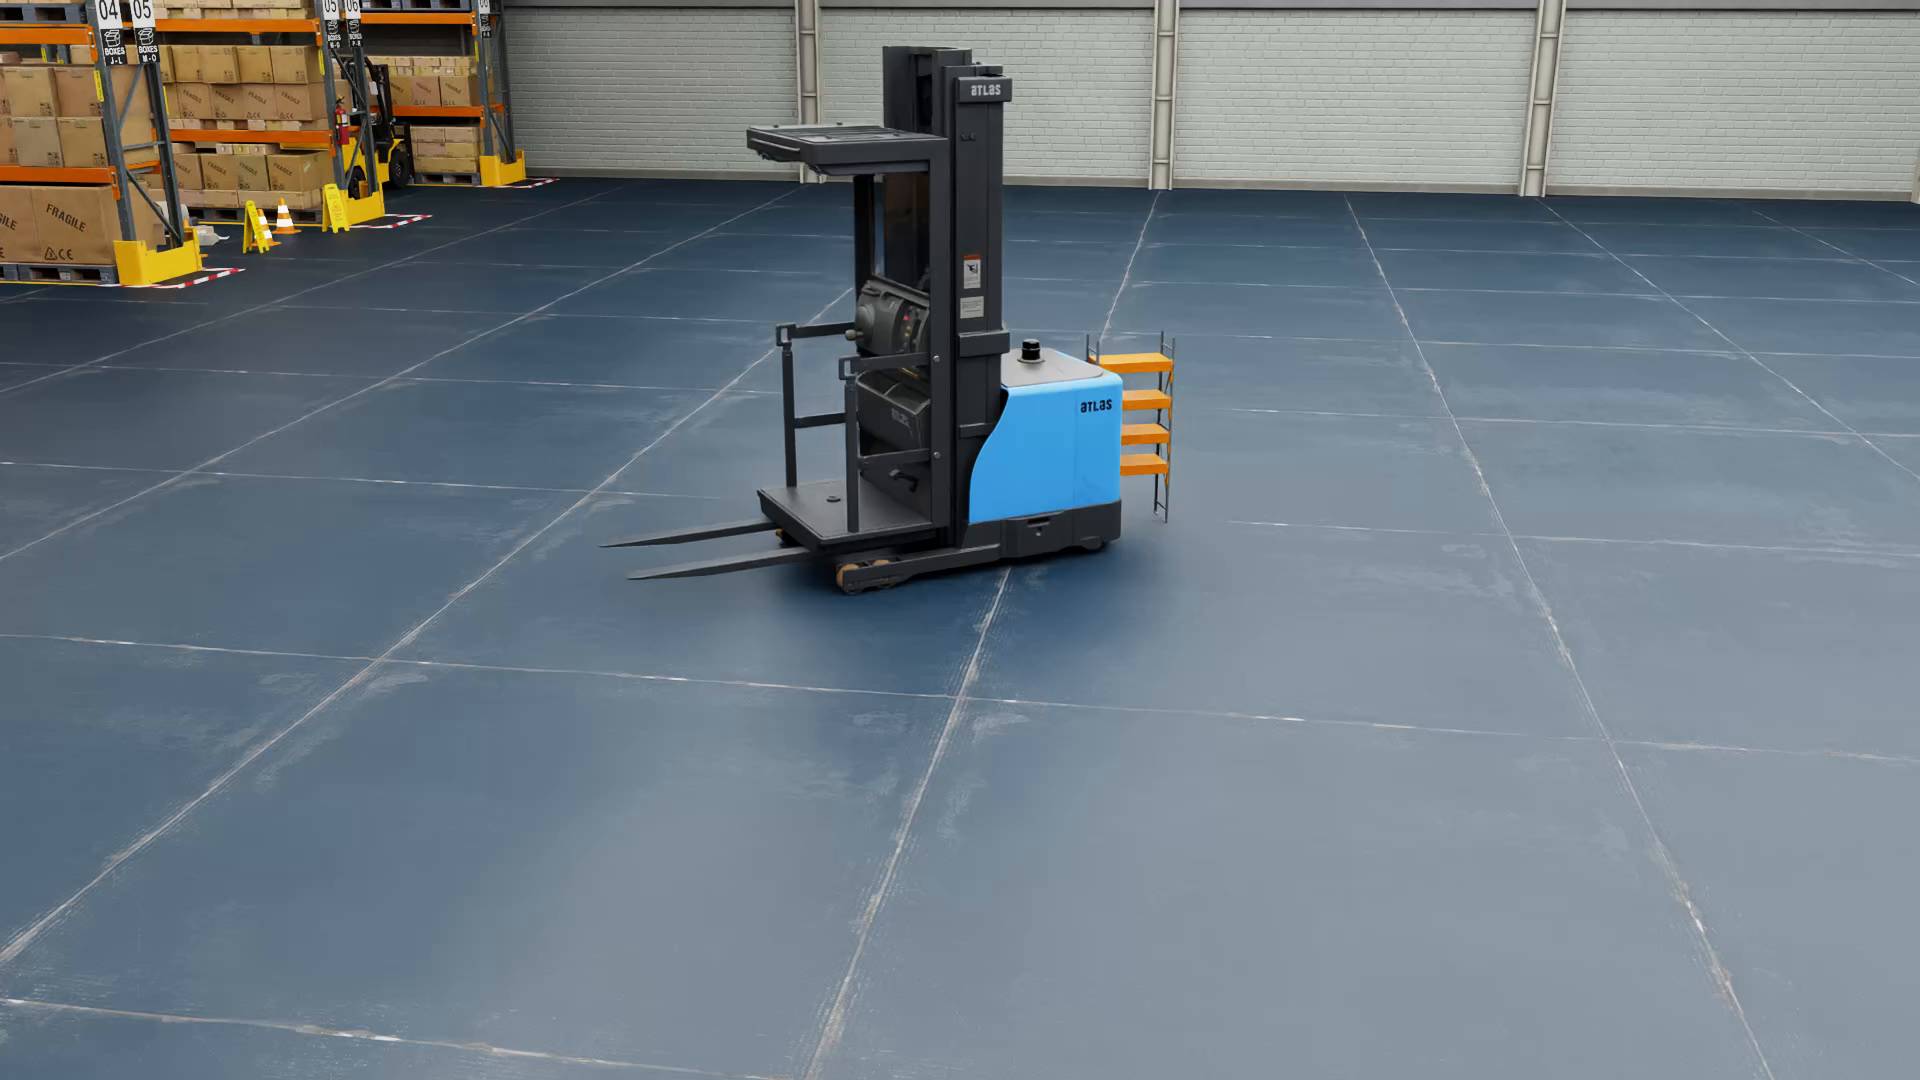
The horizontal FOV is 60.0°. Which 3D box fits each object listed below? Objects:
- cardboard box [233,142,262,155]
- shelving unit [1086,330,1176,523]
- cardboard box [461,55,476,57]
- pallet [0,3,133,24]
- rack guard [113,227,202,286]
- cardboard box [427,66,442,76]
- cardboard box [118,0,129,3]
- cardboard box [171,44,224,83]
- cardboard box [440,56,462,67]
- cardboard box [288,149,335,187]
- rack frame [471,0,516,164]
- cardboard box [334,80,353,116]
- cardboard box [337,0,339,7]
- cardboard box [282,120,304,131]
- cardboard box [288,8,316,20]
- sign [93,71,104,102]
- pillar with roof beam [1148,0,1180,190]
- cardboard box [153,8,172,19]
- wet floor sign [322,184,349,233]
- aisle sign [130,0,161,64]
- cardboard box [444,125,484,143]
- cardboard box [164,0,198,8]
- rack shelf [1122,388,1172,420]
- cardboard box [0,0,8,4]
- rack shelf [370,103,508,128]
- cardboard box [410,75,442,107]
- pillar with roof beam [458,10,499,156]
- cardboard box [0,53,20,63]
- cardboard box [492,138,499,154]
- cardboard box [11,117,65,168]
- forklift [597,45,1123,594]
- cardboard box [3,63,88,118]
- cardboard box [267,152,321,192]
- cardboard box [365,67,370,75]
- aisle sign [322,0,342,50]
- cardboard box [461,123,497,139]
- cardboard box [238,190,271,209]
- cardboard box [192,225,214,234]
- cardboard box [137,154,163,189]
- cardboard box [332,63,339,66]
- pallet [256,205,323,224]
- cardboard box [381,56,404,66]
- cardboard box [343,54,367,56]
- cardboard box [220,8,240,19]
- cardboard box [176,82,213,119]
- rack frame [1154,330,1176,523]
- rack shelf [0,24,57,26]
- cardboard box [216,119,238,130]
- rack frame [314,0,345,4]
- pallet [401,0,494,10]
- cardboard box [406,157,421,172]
[{"bbox_3d":[-10.166,-5.599,23.775,0.250,0.149,0.380,3,19,10],"label":"cardboard box"},{"bbox_3d":[1.058,-0.697,10.496,0.503,1.200,0.258,-4,19,-12],"label":"shelving unit"},{"bbox_3d":[-8.479,-8.239,28.550,0.250,0.149,0.380,4,19,11],"label":"cardboard box"},{"bbox_3d":[-10.132,-5.929,18.708,1.213,0.211,1.003,3,19,9],"label":"pallet"},{"bbox_3d":[-9.374,-3.328,19.461,0.348,0.500,1.175,3,19,9],"label":"rack guard"},{"bbox_3d":[-8.819,-7.946,28.144,0.250,0.149,0.380,3,19,10],"label":"cardboard box"},{"bbox_3d":[-9.685,-6.182,18.901,0.250,0.149,0.380,3,19,9],"label":"cardboard box"},{"bbox_3d":[-10.740,-6.780,23.638,0.500,0.500,0.700,3,19,8],"label":"cardboard box"},{"bbox_3d":[-8.564,-8.076,28.065,0.250,0.149,0.380,3,19,9],"label":"cardboard box"},{"bbox_3d":[-9.489,-5.449,24.352,0.500,0.500,0.500,2,19,7],"label":"cardboard box"},{"bbox_3d":[-7.929,-7.626,28.366,0.127,3.000,1.000,3,19,9],"label":"rack frame"},{"bbox_3d":[-9.136,-6.370,23.986,0.500,0.500,0.500,3,19,8],"label":"cardboard box"},{"bbox_3d":[-9.167,-7.672,23.544,0.500,0.250,0.500,3,19,8],"label":"cardboard box"},{"bbox_3d":[-9.383,-5.881,23.548,0.250,0.149,0.380,3,19,8],"label":"cardboard box"},{"bbox_3d":[-9.109,-7.304,23.074,0.250,0.149,0.380,3,19,9],"label":"cardboard box"},{"bbox_3d":[-9.498,-5.007,18.341,0.005,0.325,0.100,3,19,9],"label":"sign"},{"bbox_3d":[2.692,-8.835,22.527,0.400,9.000,9.100,3,19,9],"label":"pillar with roof beam"},{"bbox_3d":[-11.134,-7.390,23.331,0.250,0.149,0.380,3,19,8],"label":"cardboard box"},{"bbox_3d":[-8.695,-4.609,23.061,0.232,0.644,0.267,10,21,27],"label":"wet floor sign"},{"bbox_3d":[-9.280,-5.838,18.926,0.004,0.787,0.394,3,19,9],"label":"aisle sign"},{"bbox_3d":[-8.433,-6.920,28.355,0.500,0.250,0.500,4,19,10],"label":"cardboard box"},{"bbox_3d":[-10.769,-7.579,23.268,0.500,0.250,0.500,3,19,9],"label":"cardboard box"},{"bbox_3d":[1.058,-0.845,10.446,0.480,0.148,0.258,-4,19,-12],"label":"rack shelf"},{"bbox_3d":[-10.532,-6.014,18.398,0.250,0.149,0.380,3,19,9],"label":"cardboard box"},{"bbox_3d":[-9.903,-7.385,28.781,4.000,0.370,1.077,3,19,9],"label":"rack shelf"},{"bbox_3d":[-8.967,-7.645,28.265,0.500,0.500,0.500,4,19,10],"label":"cardboard box"},{"bbox_3d":[-9.156,-9.439,24.332,0.400,9.000,9.100,3,19,9],"label":"pillar with roof beam"},{"bbox_3d":[-13.836,-6.950,24.037,0.250,0.149,0.380,2,19,7],"label":"cardboard box"},{"bbox_3d":[-8.360,-6.847,28.922,0.500,0.250,0.500,3,19,10],"label":"cardboard box"},{"bbox_3d":[-10.318,-4.611,19.120,0.550,0.550,0.875,3,19,9],"label":"cardboard box"},{"bbox_3d":[-0.576,-1.274,9.492,3.031,2.935,1.130,-9,20,-25],"label":"forklift"},{"bbox_3d":[-10.316,-5.127,18.962,0.550,0.550,0.875,3,19,9],"label":"cardboard box"},{"bbox_3d":[-9.545,-5.280,23.845,0.500,0.500,0.500,3,19,9],"label":"cardboard box"},{"bbox_3d":[-10.082,-7.999,28.304,0.250,0.149,0.380,3,19,8],"label":"cardboard box"},{"bbox_3d":[-8.697,-7.209,23.025,0.004,0.787,0.394,3,19,9],"label":"aisle sign"},{"bbox_3d":[-8.373,-7.078,28.827,0.500,0.250,0.500,3,19,8],"label":"cardboard box"},{"bbox_3d":[-10.063,-4.951,24.043,0.500,0.250,0.500,3,19,9],"label":"cardboard box"},{"bbox_3d":[-10.326,-4.152,22.476,0.250,0.149,0.380,14,23,37],"label":"cardboard box"},{"bbox_3d":[-11.592,-5.385,24.160,0.500,0.500,0.500,4,19,11],"label":"cardboard box"},{"bbox_3d":[-10.586,-8.169,28.343,0.250,0.149,0.380,3,19,8],"label":"cardboard box"},{"bbox_3d":[-9.584,-4.804,24.327,1.213,0.211,1.003,3,19,9],"label":"pallet"},{"bbox_3d":[-9.592,-8.107,28.155,0.250,0.149,0.380,3,19,10],"label":"cardboard box"},{"bbox_3d":[-10.500,-8.355,28.896,0.250,0.149,0.380,3,19,8],"label":"cardboard box"},{"bbox_3d":[-10.110,-7.362,23.246,0.250,0.149,0.380,3,19,8],"label":"cardboard box"},{"bbox_3d":[-10.777,-6.284,23.731,0.500,0.500,0.500,3,19,9],"label":"cardboard box"},{"bbox_3d":[1.297,-0.714,10.546,0.015,1.200,0.240,-4,19,-12],"label":"rack frame"},{"bbox_3d":[-14.636,-7.454,24.259,4.000,0.370,1.077,3,19,9],"label":"rack shelf"},{"bbox_3d":[-10.390,-5.945,23.741,0.250,0.149,0.380,3,19,8],"label":"cardboard box"},{"bbox_3d":[-8.712,-8.915,22.766,0.127,3.000,1.000,3,19,9],"label":"rack frame"},{"bbox_3d":[-8.623,-9.050,28.035,1.213,0.211,1.003,3,19,9],"label":"pallet"},{"bbox_3d":[-9.425,-6.501,28.678,0.500,0.250,0.500,3,19,9],"label":"cardboard box"}]
